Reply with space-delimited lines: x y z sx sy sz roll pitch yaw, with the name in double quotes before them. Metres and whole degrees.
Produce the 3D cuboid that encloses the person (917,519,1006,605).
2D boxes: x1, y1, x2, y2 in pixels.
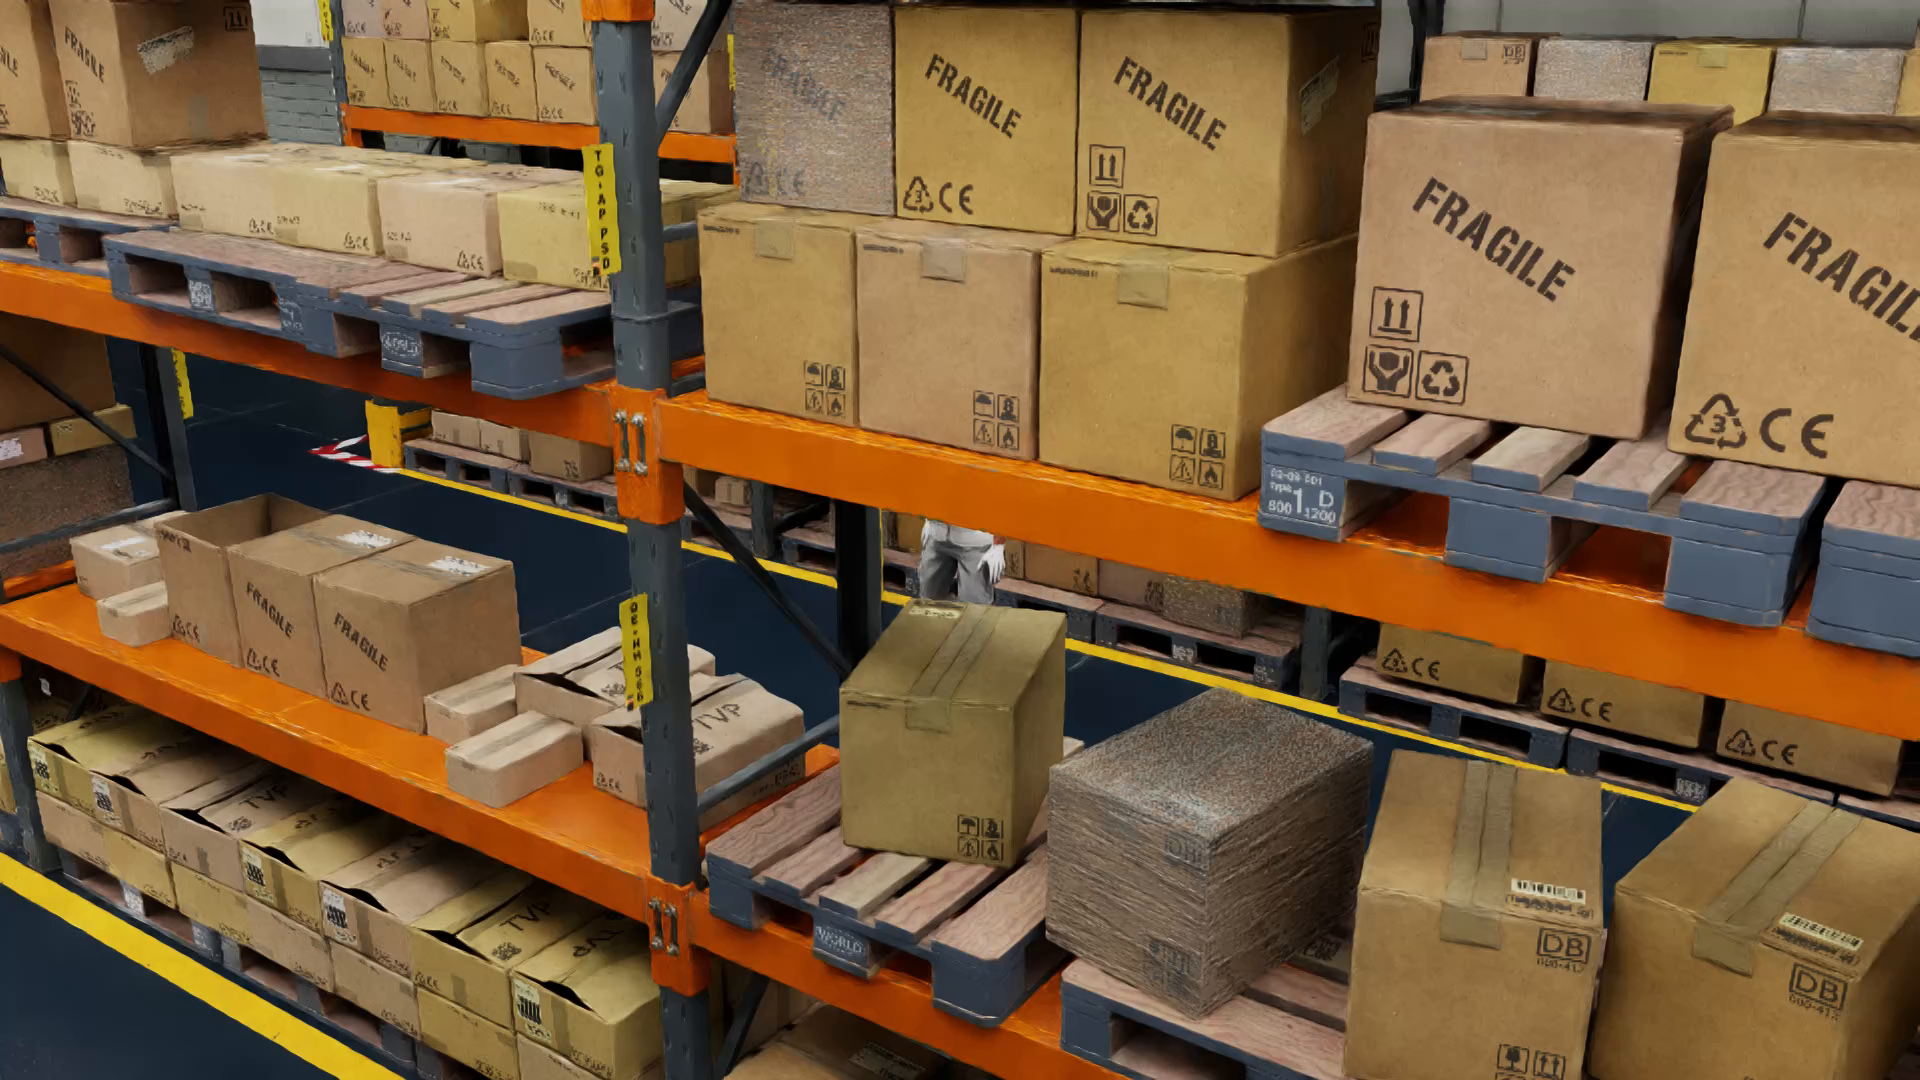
"person" 0.013 -0.020 9.099 0.737 1.787 0.625 14 24 35
